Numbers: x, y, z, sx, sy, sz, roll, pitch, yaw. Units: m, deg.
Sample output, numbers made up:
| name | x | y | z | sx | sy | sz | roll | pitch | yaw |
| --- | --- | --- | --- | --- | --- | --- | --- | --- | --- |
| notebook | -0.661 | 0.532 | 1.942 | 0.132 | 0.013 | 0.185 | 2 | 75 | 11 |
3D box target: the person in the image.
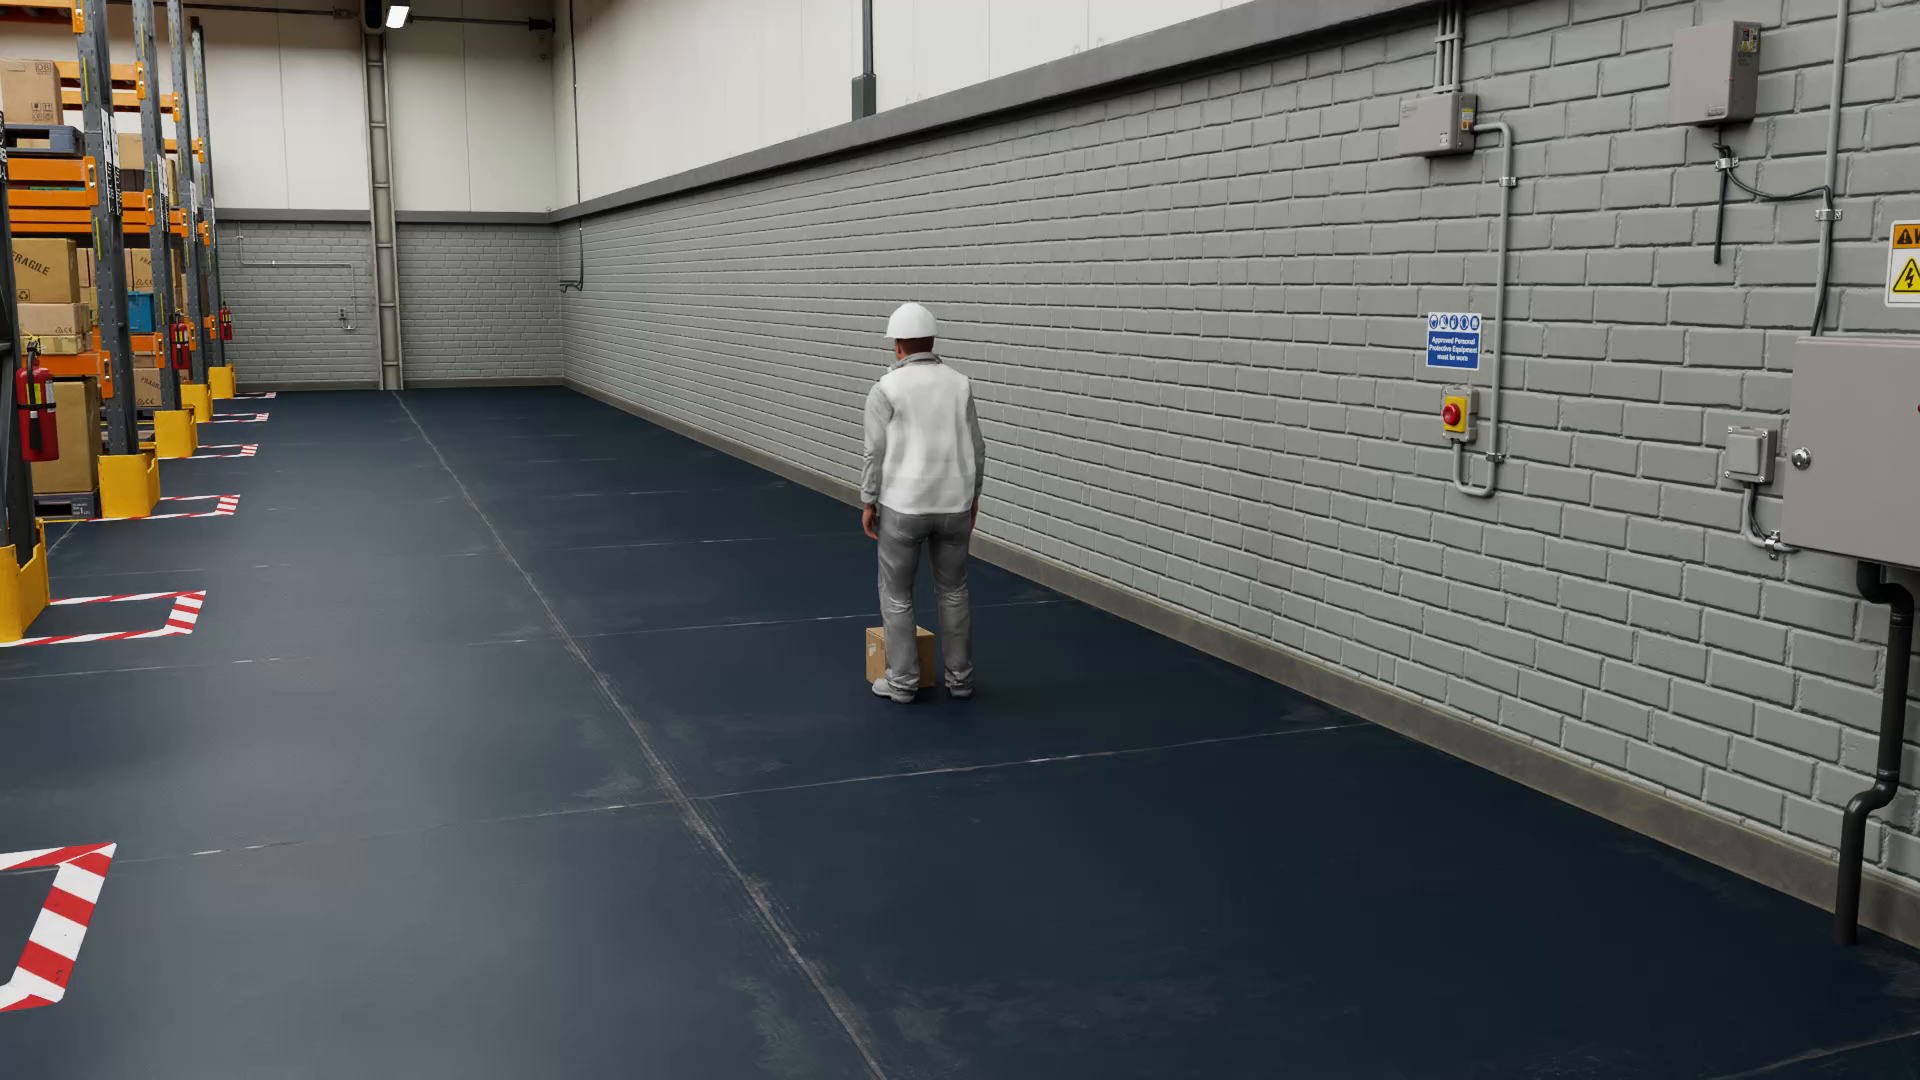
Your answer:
| name | x | y | z | sx | sy | sz | roll | pitch | yaw |
| --- | --- | --- | --- | --- | --- | --- | --- | --- | --- |
| person | -0.169 | -0.164 | 7.438 | 0.580 | 1.770 | 0.461 | -4 | 10 | -23 |
